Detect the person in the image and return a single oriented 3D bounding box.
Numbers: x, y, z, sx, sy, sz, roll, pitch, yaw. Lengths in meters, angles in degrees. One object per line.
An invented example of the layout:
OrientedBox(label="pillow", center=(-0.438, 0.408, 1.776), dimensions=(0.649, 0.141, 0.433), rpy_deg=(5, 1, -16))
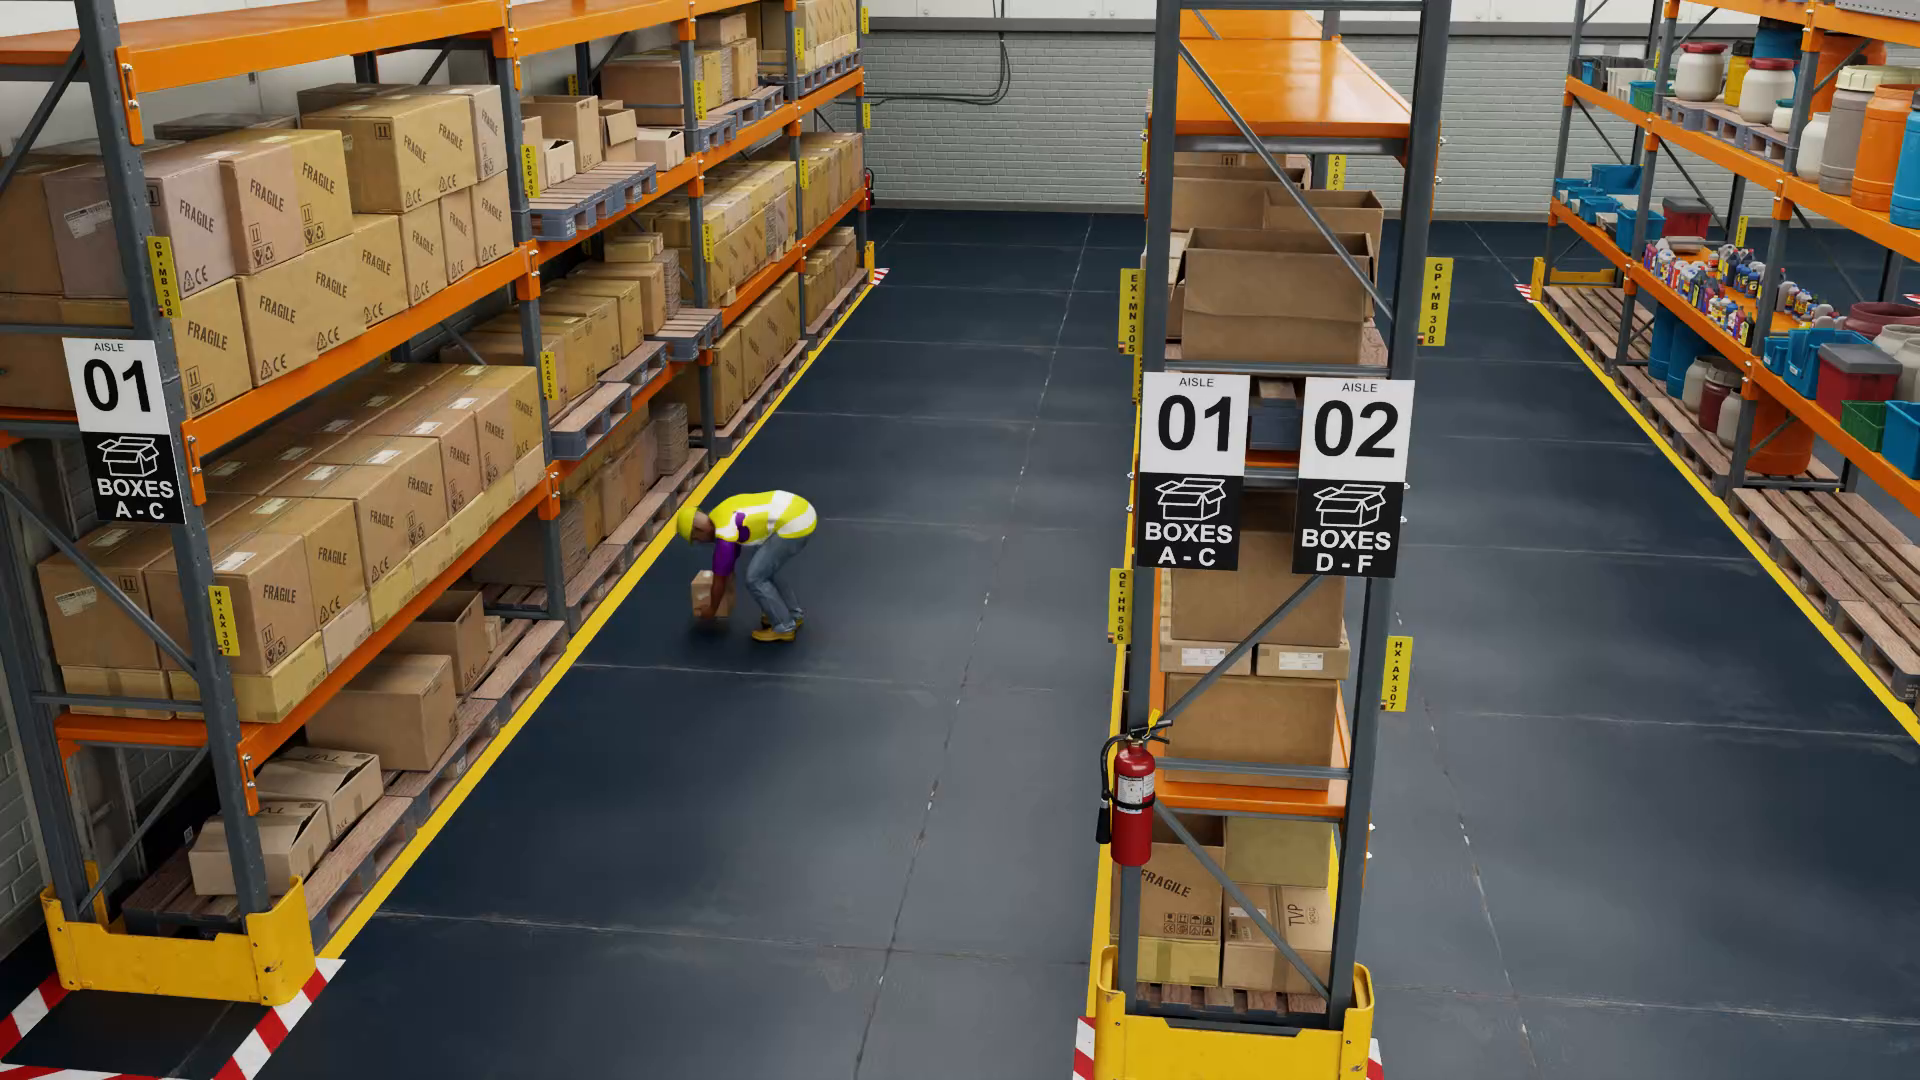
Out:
OrientedBox(label="person", center=(-1.490, 0.158, 11.640), dimensions=(0.980, 1.042, 0.490), rpy_deg=(2, 21, 4))
